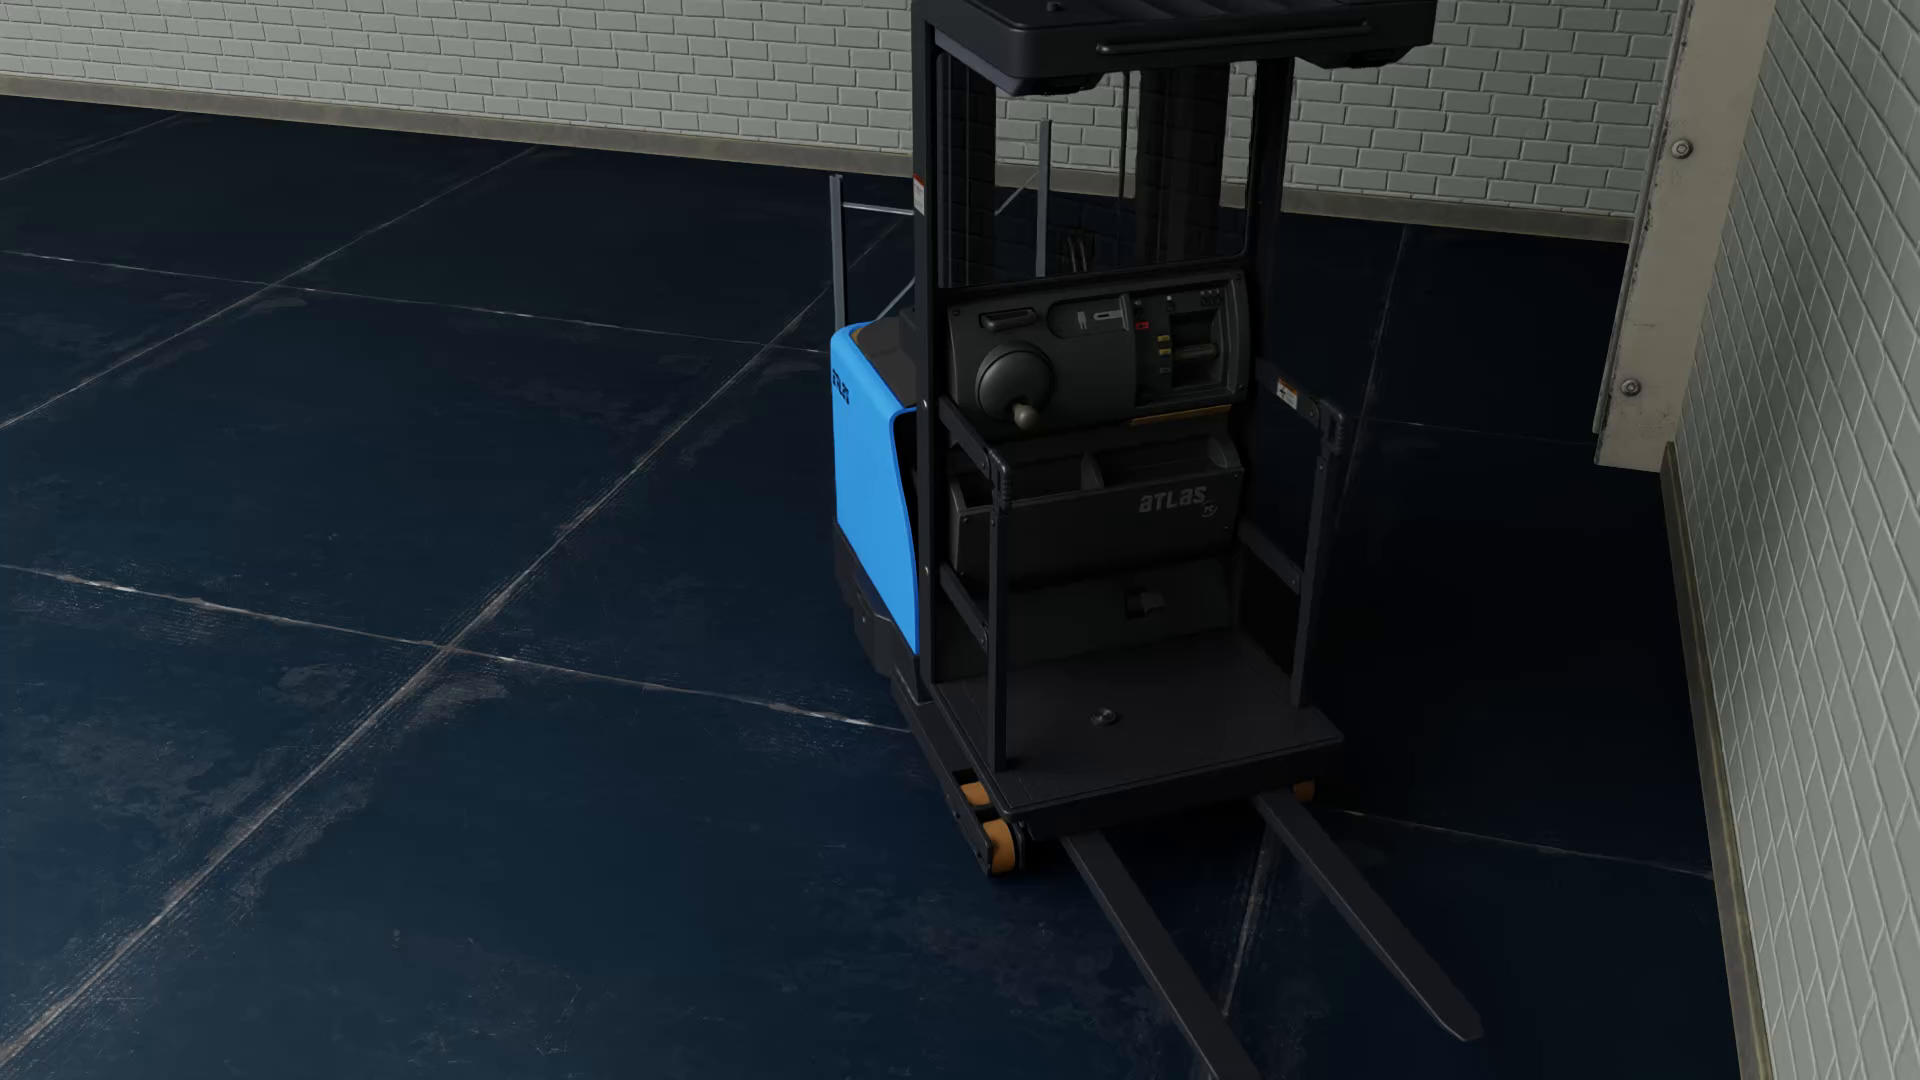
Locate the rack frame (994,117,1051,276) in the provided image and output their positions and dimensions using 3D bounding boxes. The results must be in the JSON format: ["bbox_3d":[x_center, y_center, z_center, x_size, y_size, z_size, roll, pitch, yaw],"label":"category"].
[{"bbox_3d":[0.131,-1.090,7.167,0.500,1.500,0.032,11,31,18],"label":"rack frame"}]

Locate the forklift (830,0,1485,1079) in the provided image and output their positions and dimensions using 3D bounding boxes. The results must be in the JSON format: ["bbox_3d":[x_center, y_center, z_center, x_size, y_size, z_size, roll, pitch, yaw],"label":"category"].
[{"bbox_3d":[0.485,-0.507,4.646,1.130,2.935,3.031,-10,30,-17],"label":"forklift"}]

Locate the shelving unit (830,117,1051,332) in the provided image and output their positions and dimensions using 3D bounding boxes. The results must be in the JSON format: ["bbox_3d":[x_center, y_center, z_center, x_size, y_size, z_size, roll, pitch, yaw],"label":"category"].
[{"bbox_3d":[-0.052,-0.860,6.753,0.538,1.500,1.048,11,31,18],"label":"shelving unit"}]

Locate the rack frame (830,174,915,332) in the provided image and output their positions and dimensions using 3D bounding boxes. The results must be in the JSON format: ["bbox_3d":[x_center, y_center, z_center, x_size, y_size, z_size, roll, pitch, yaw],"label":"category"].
[{"bbox_3d":[-0.236,-0.629,6.338,0.500,1.500,0.032,11,31,18],"label":"rack frame"}]

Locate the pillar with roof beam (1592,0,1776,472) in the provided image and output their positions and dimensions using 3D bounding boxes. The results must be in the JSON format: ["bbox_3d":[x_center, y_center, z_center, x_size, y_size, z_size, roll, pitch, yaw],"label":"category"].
[{"bbox_3d":[-1.105,-4.951,6.394,9.100,9.000,0.400,8,30,15],"label":"pillar with roof beam"}]
